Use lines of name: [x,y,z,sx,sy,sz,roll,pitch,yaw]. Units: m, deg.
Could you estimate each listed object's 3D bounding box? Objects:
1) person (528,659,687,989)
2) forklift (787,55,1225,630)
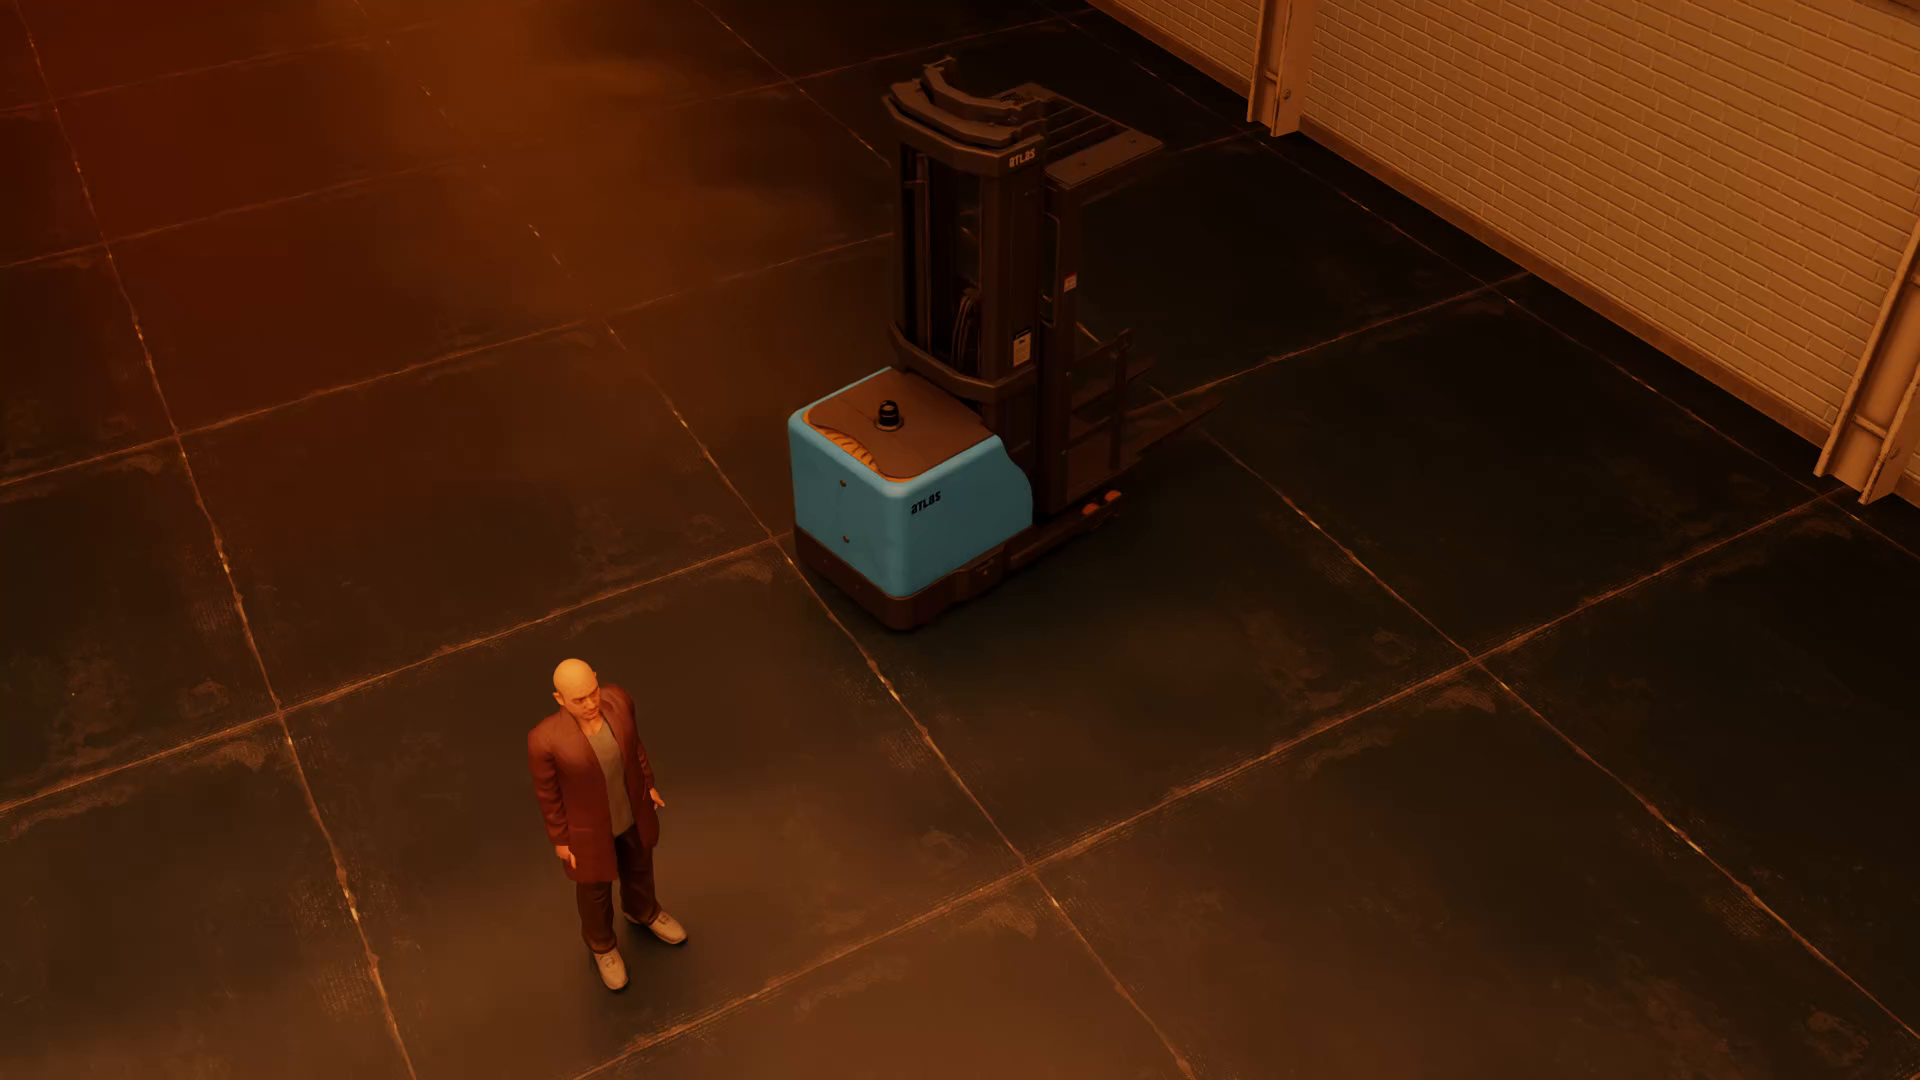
person: [-1.563,1.243,7.439,0.390,1.782,0.556,31,49,32]
forklift: [0.427,-1.418,9.746,3.031,2.935,1.130,-30,48,-31]
